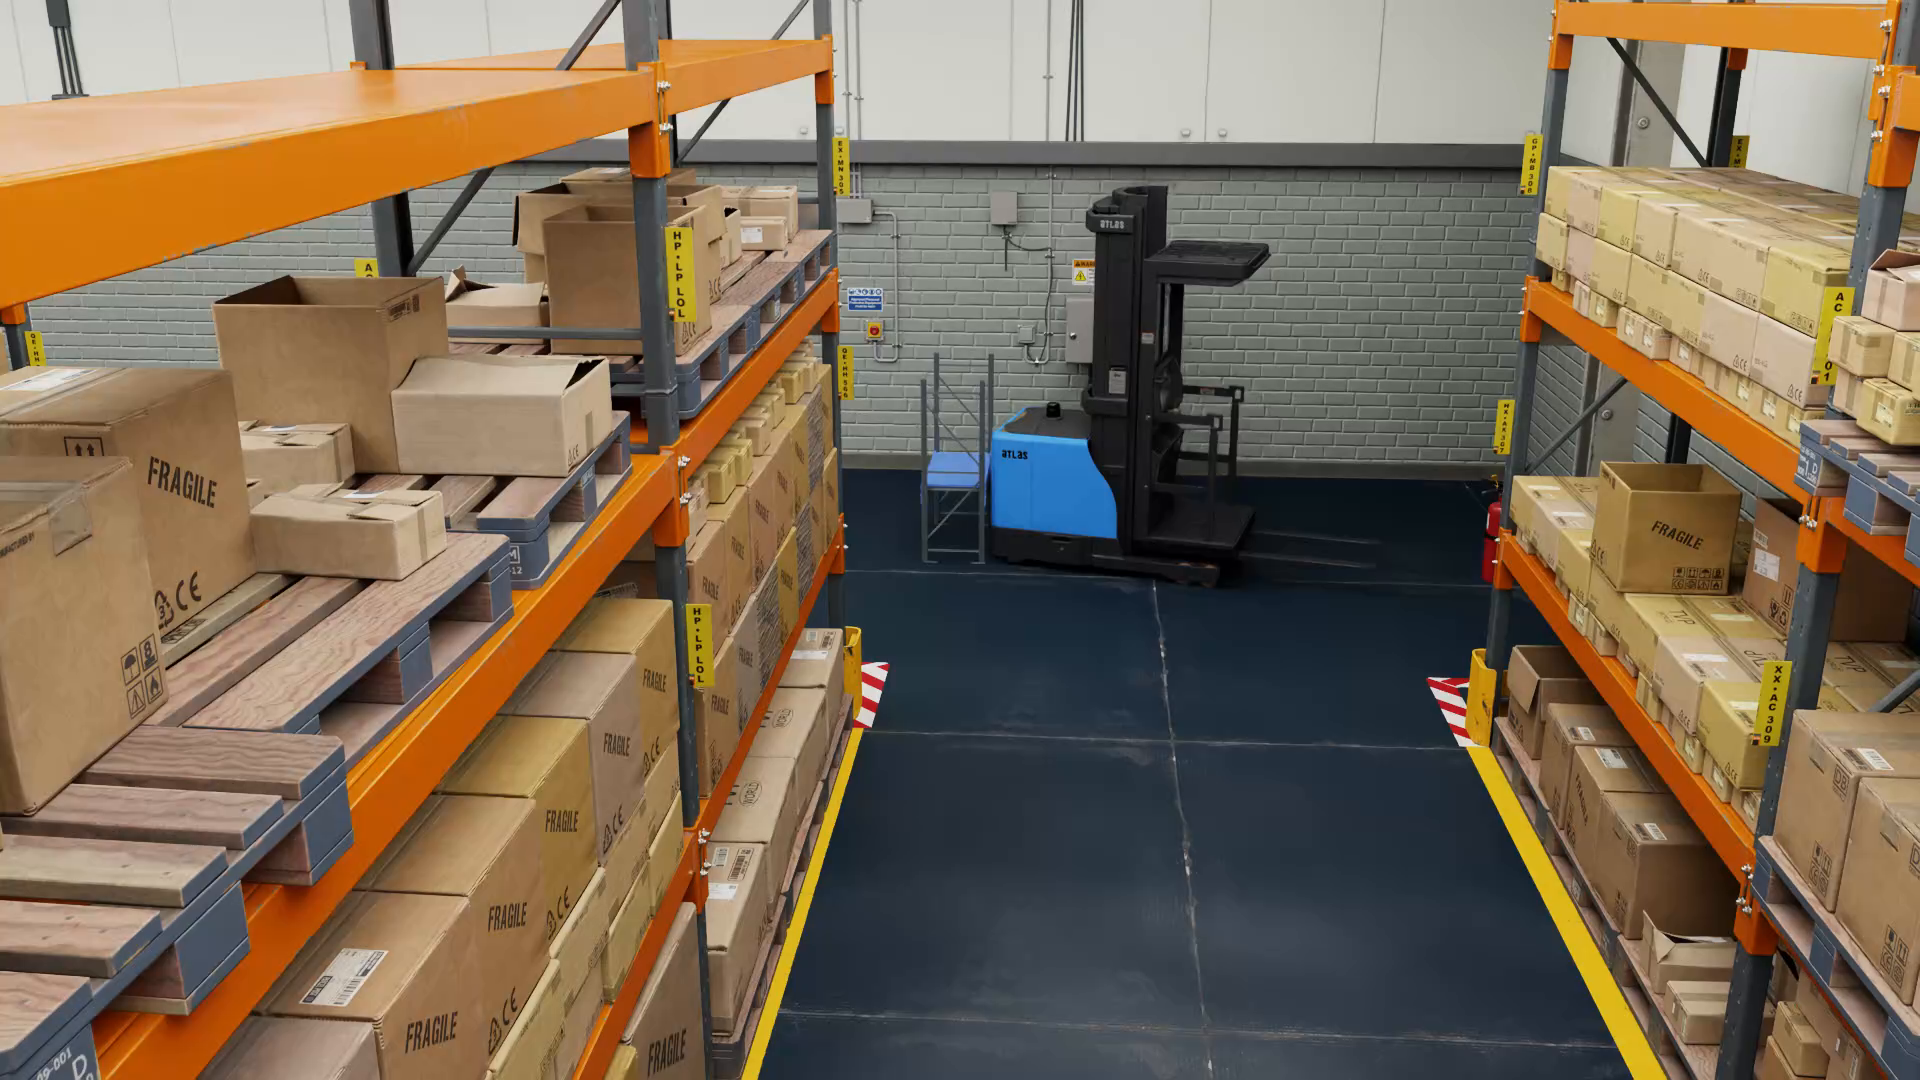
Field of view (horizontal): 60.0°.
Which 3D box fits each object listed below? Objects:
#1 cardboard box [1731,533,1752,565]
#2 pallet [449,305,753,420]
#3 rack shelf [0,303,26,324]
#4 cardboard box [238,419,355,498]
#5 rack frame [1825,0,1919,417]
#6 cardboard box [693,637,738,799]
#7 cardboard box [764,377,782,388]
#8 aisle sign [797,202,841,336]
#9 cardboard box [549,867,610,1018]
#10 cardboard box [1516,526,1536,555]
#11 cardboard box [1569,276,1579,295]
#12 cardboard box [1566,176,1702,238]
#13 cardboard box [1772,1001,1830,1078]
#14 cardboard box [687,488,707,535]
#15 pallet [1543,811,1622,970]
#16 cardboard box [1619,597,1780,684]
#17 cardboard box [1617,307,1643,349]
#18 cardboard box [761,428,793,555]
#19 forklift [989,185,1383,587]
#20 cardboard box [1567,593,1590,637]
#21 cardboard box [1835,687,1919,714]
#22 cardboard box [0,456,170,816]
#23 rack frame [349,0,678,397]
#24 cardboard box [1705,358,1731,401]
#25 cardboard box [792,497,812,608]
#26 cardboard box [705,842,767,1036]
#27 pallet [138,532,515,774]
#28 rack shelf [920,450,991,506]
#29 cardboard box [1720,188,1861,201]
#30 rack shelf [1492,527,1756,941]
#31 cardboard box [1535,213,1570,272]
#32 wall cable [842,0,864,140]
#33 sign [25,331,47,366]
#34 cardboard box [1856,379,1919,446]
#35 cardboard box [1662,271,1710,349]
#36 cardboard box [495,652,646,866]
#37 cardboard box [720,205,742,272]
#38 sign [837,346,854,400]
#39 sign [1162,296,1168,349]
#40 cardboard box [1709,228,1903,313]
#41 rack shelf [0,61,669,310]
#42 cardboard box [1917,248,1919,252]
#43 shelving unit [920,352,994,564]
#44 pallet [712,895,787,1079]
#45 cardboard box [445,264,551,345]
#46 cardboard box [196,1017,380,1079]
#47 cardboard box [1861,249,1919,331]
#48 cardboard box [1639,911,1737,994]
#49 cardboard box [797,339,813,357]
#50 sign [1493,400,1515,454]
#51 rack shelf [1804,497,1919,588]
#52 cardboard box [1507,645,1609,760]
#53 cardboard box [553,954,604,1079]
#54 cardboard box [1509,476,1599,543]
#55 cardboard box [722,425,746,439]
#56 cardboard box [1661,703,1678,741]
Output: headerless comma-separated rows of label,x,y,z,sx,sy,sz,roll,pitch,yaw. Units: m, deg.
cardboard box,3.881,0.156,8.394,0.500,0.250,0.500,2,18,6
pallet,-1.441,-0.741,6.693,1.003,0.211,1.213,1,18,4
rack shelf,-6.311,-0.888,8.154,1.077,0.370,4.000,1,18,4
cardboard box,-1.950,-0.233,4.700,0.380,0.166,0.250,0,18,0
rack frame,3.441,-1.845,5.103,1.000,3.000,0.127,1,18,4
cardboard box,-1.215,0.708,6.783,0.500,0.500,0.500,2,18,6
cardboard box,-1.126,-0.743,8.566,0.380,0.149,0.250,1,18,3
aisle sign,-0.909,-1.597,9.806,0.394,0.787,0.004,1,18,4
cardboard box,-1.359,1.188,4.917,0.500,0.250,0.500,2,18,5
cardboard box,3.431,-0.022,9.575,0.380,0.149,0.250,1,18,3
cardboard box,3.480,-1.367,8.864,0.380,0.149,0.250,2,18,5
cardboard box,3.390,-1.680,8.377,0.500,0.250,0.500,1,18,4
cardboard box,3.150,1.791,5.938,0.380,0.149,0.250,2,18,7
cardboard box,-1.226,-0.107,6.625,0.380,0.149,0.250,2,18,5
pallet,3.576,1.737,8.282,1.003,0.211,1.213,1,18,4
cardboard box,3.305,0.461,7.461,0.500,0.250,0.500,1,18,4
cardboard box,3.266,-0.975,7.668,0.380,0.149,0.250,1,18,4
cardboard box,-1.105,-0.242,8.076,0.500,0.500,0.500,1,18,4
forklift,1.808,-1.214,12.922,3.031,2.935,1.130,6,19,17
cardboard box,3.289,0.377,8.357,0.380,0.149,0.250,1,18,2
cardboard box,3.746,0.788,6.465,0.500,0.250,0.500,1,18,3
cardboard box,-1.915,0.154,2.984,0.700,0.500,0.500,0,18,1
rack frame,-1.510,-1.955,5.438,1.000,3.000,0.127,1,18,4
cardboard box,3.243,-0.654,6.689,0.380,0.149,0.250,1,18,4
cardboard box,-1.072,0.077,8.710,0.500,0.500,0.500,2,18,6
cardboard box,-1.358,1.721,7.293,0.875,0.438,0.875,1,18,3
pallet,-1.726,0.254,3.817,1.003,0.211,1.213,2,18,6
rack shelf,-0.011,-0.515,13.664,0.538,0.185,1.000,1,18,5
cardboard box,3.910,-1.504,7.838,0.500,0.250,0.500,1,18,4
rack shelf,3.585,0.726,8.045,1.077,0.370,4.000,1,18,4
cardboard box,3.424,-1.601,8.937,0.500,0.250,0.500,1,18,3
wall cable,-1.096,-4.970,14.640,0.463,3.000,0.029,1,18,4
sign,-5.616,-1.107,10.118,0.100,0.325,0.005,1,18,4
cardboard box,2.970,-0.384,5.029,0.380,0.149,0.250,1,18,5
cardboard box,3.301,-0.966,7.000,0.500,0.250,0.500,2,18,5
cardboard box,-1.321,0.678,5.269,0.500,0.500,0.500,2,18,5
cardboard box,-1.380,-1.513,8.214,0.500,0.311,0.500,2,18,5
sign,-0.683,-0.993,9.896,0.100,0.325,0.005,1,18,4
sign,1.750,-2.014,15.406,0.329,0.494,0.001,1,18,4
cardboard box,3.265,-1.048,6.446,0.500,0.250,0.500,1,18,3
rack shelf,-1.653,-0.802,3.716,1.077,0.370,4.000,1,18,4
cardboard box,3.760,-0.875,5.919,0.500,0.250,0.500,1,18,3
shelving unit,-0.011,-0.686,13.608,0.538,1.500,1.048,1,18,5
pallet,-1.377,1.986,7.522,1.003,0.211,1.213,1,18,4
cardboard box,-1.783,-0.918,6.472,0.396,0.266,0.258,2,18,6
cardboard box,-1.492,1.313,3.331,0.500,0.500,0.500,1,18,4
cardboard box,3.071,-0.800,5.156,0.396,0.266,0.258,1,18,3
cardboard box,3.214,1.815,7.284,0.396,0.266,0.258,2,18,6
cardboard box,-1.049,-1.062,9.537,0.380,0.149,0.250,2,18,5
sign,3.187,-0.660,9.731,0.100,0.325,0.005,1,18,4
rack shelf,3.298,0.543,3.787,1.077,0.370,4.000,1,18,4
cardboard box,3.590,0.938,9.579,0.797,0.503,0.637,1,18,2
cardboard box,-1.383,1.426,4.993,0.500,0.250,0.500,1,18,2
cardboard box,3.427,-0.172,9.394,0.500,0.250,0.500,1,18,4
cardboard box,-1.187,-0.425,7.595,0.380,0.149,0.250,1,18,4
cardboard box,3.250,0.777,7.139,0.380,0.149,0.250,2,18,5
